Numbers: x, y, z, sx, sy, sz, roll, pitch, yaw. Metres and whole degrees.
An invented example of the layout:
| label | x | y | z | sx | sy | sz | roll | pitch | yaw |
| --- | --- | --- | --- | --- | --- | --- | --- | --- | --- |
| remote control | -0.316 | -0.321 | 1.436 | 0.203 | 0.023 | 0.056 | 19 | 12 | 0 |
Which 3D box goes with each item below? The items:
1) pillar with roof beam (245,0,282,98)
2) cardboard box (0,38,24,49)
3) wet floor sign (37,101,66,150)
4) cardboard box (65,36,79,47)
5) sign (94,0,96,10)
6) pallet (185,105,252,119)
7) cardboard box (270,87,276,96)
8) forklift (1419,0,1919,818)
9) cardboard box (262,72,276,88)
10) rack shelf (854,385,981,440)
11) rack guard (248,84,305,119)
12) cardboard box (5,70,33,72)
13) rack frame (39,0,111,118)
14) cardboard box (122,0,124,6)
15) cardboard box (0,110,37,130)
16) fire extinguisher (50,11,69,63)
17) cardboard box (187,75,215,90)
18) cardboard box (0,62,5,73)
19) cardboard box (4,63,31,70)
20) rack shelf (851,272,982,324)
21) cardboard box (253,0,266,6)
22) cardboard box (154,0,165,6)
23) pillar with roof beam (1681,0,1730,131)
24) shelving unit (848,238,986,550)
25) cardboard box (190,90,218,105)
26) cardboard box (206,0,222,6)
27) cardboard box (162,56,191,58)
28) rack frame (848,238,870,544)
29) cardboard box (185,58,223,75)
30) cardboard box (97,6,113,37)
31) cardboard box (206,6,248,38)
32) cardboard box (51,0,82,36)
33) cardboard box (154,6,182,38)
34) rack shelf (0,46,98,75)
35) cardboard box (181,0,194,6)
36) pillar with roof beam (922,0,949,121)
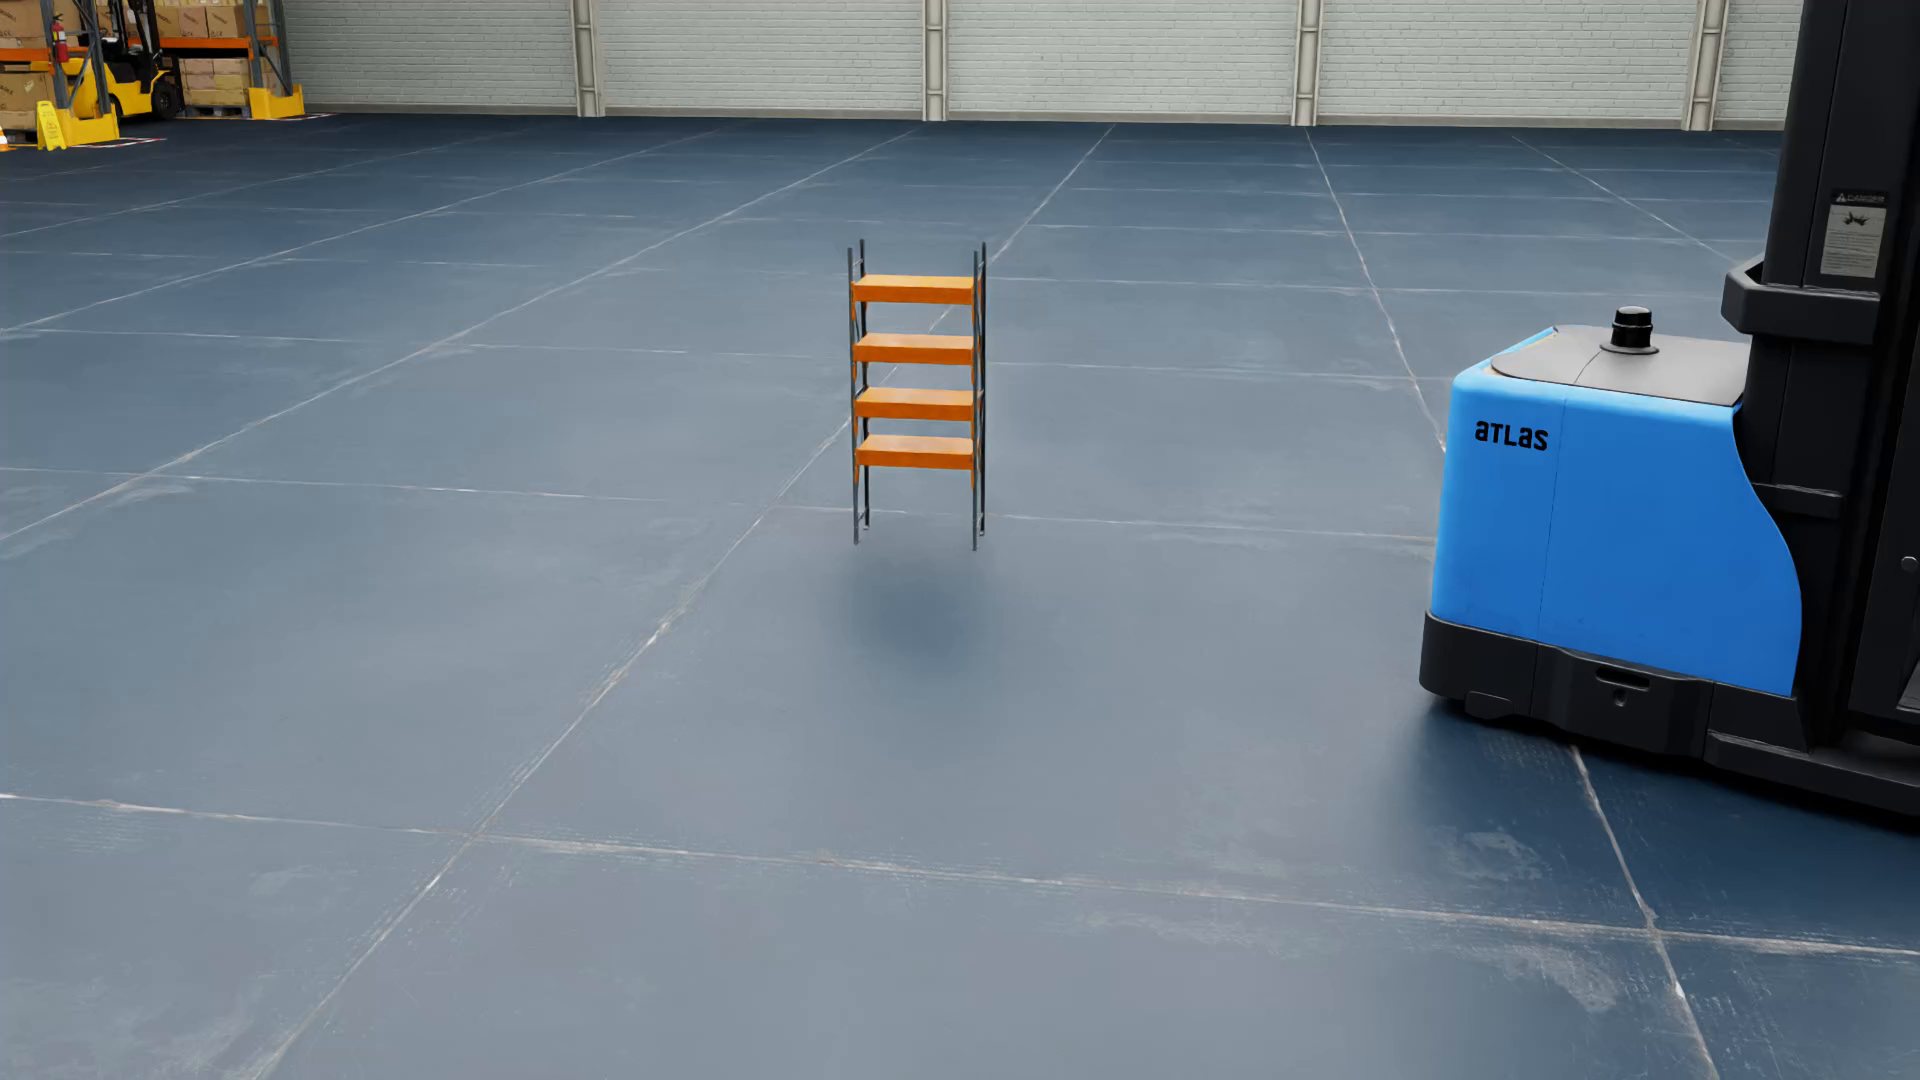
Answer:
| label | x | y | z | sx | sy | sz | roll | pitch | yaw |
| --- | --- | --- | --- | --- | --- | --- | --- | --- | --- |
| pillar with roof beam | -12.933 | -10.503 | 24.010 | 0.400 | 9.000 | 9.100 | 3 | 19 | 9 |
| cardboard box | -13.160 | -6.944 | 23.226 | 0.250 | 0.149 | 0.380 | 3 | 19 | 8 |
| wet floor sign | -12.471 | -5.672 | 22.739 | 0.232 | 0.644 | 0.267 | 10 | 21 | 27 |
| cardboard box | -12.791 | -7.096 | 23.681 | 0.250 | 0.149 | 0.380 | 3 | 19 | 9 |
| sign | -12.403 | -7.714 | 23.767 | 0.005 | 0.325 | 0.100 | 3 | 19 | 9 |
| pallet | -12.467 | -7.392 | 28.562 | 1.213 | 0.211 | 1.003 | 3 | 19 | 9 |
| cardboard box | -12.159 | -7.670 | 28.671 | 0.500 | 0.250 | 0.500 | 3 | 19 | 9 |
| forklift | 2.934 | -0.712 | 4.310 | 3.031 | 2.935 | 1.130 | 13 | 22 | 34 |
| cardboard box | -12.137 | -7.910 | 28.600 | 0.500 | 0.250 | 0.500 | 3 | 19 | 10 |
| rack shelf | -0.163 | -0.514 | 6.659 | 0.480 | 0.148 | 0.258 | 3 | 19 | 9 |
| rack guard | -11.682 | -7.502 | 28.437 | 0.348 | 0.500 | 1.175 | 3 | 19 | 9 |
| cardboard box | -13.782 | -6.538 | 24.104 | 0.500 | 0.500 | 0.500 | 2 | 19 | 7 |
| rack frame | -12.489 | -7.134 | 23.396 | 0.127 | 3.000 | 1.000 | 3 | 19 | 9 |
| cardboard box | -14.122 | -9.073 | 28.013 | 0.250 | 0.149 | 0.380 | 2 | 19 | 7 |
| cardboard box | -13.353 | -5.986 | 23.639 | 0.500 | 0.250 | 0.500 | 3 | 19 | 8 |
| fire extinguisher | -12.449 | -6.947 | 22.959 | 0.183 | 0.674 | 0.296 | 3 | 19 | 9 |
| cardboard box | -12.729 | -7.776 | 28.200 | 0.500 | 0.250 | 0.500 | 3 | 19 | 8 |
| cardboard box | -13.694 | -6.648 | 23.412 | 0.250 | 0.149 | 0.380 | 3 | 19 | 10 |
| cardboard box | -16.172 | -7.986 | 29.024 | 0.625 | 0.625 | 0.875 | 4 | 19 | 11 |
| rack shelf | -0.163 | -0.950 | 6.513 | 0.480 | 0.148 | 0.258 | 3 | 19 | 9 |
| cardboard box | -11.999 | -9.142 | 28.219 | 0.250 | 0.149 | 0.380 | 2 | 19 | 7 |
| cardboard box | -13.362 | -9.030 | 27.885 | 0.250 | 0.149 | 0.380 | 3 | 19 | 9 |
| pillar with roof beam | 10.764 | -9.295 | 20.400 | 0.400 | 9.000 | 9.100 | 3 | 19 | 9 |
| shelving unit | -0.163 | -0.577 | 6.638 | 0.503 | 1.200 | 0.258 | 3 | 19 | 9 |
| cardboard box | -12.709 | -7.537 | 28.272 | 0.500 | 0.250 | 0.500 | 3 | 19 | 9 |
| cardboard box | -12.349 | -8.977 | 27.726 | 0.250 | 0.149 | 0.380 | 3 | 19 | 10 |
| cardboard box | -13.641 | -8.222 | 28.745 | 0.500 | 0.250 | 0.500 | 3 | 19 | 8 |
| rack frame | -0.404 | -0.590 | 6.674 | 0.015 | 1.200 | 0.240 | 3 | 19 | 9 |
| cardboard box | -12.714 | -8.008 | 28.104 | 0.500 | 0.250 | 0.500 | 3 | 19 | 10 |
| cardboard box | -14.241 | -8.787 | 28.181 | 0.500 | 0.500 | 0.500 | 3 | 19 | 8 |
| cardboard box | -12.233 | -8.679 | 27.856 | 0.500 | 0.500 | 0.500 | 3 | 19 | 7 |
| cardboard box | -12.913 | -7.433 | 23.664 | 0.500 | 0.500 | 0.500 | 3 | 19 | 8 |
| cardboard box | -13.250 | -8.733 | 28.020 | 0.500 | 0.500 | 0.500 | 3 | 19 | 8 |
| rack shelf | -14.464 | -6.893 | 23.811 | 4.000 | 0.370 | 1.077 | 3 | 19 | 9 |
| cardboard box | -12.838 | -9.025 | 27.870 | 0.250 | 0.149 | 0.380 | 3 | 19 | 8 |
| pillar with roof beam | -1.085 | -9.899 | 22.205 | 0.400 | 9.000 | 9.100 | 3 | 19 | 9 |
